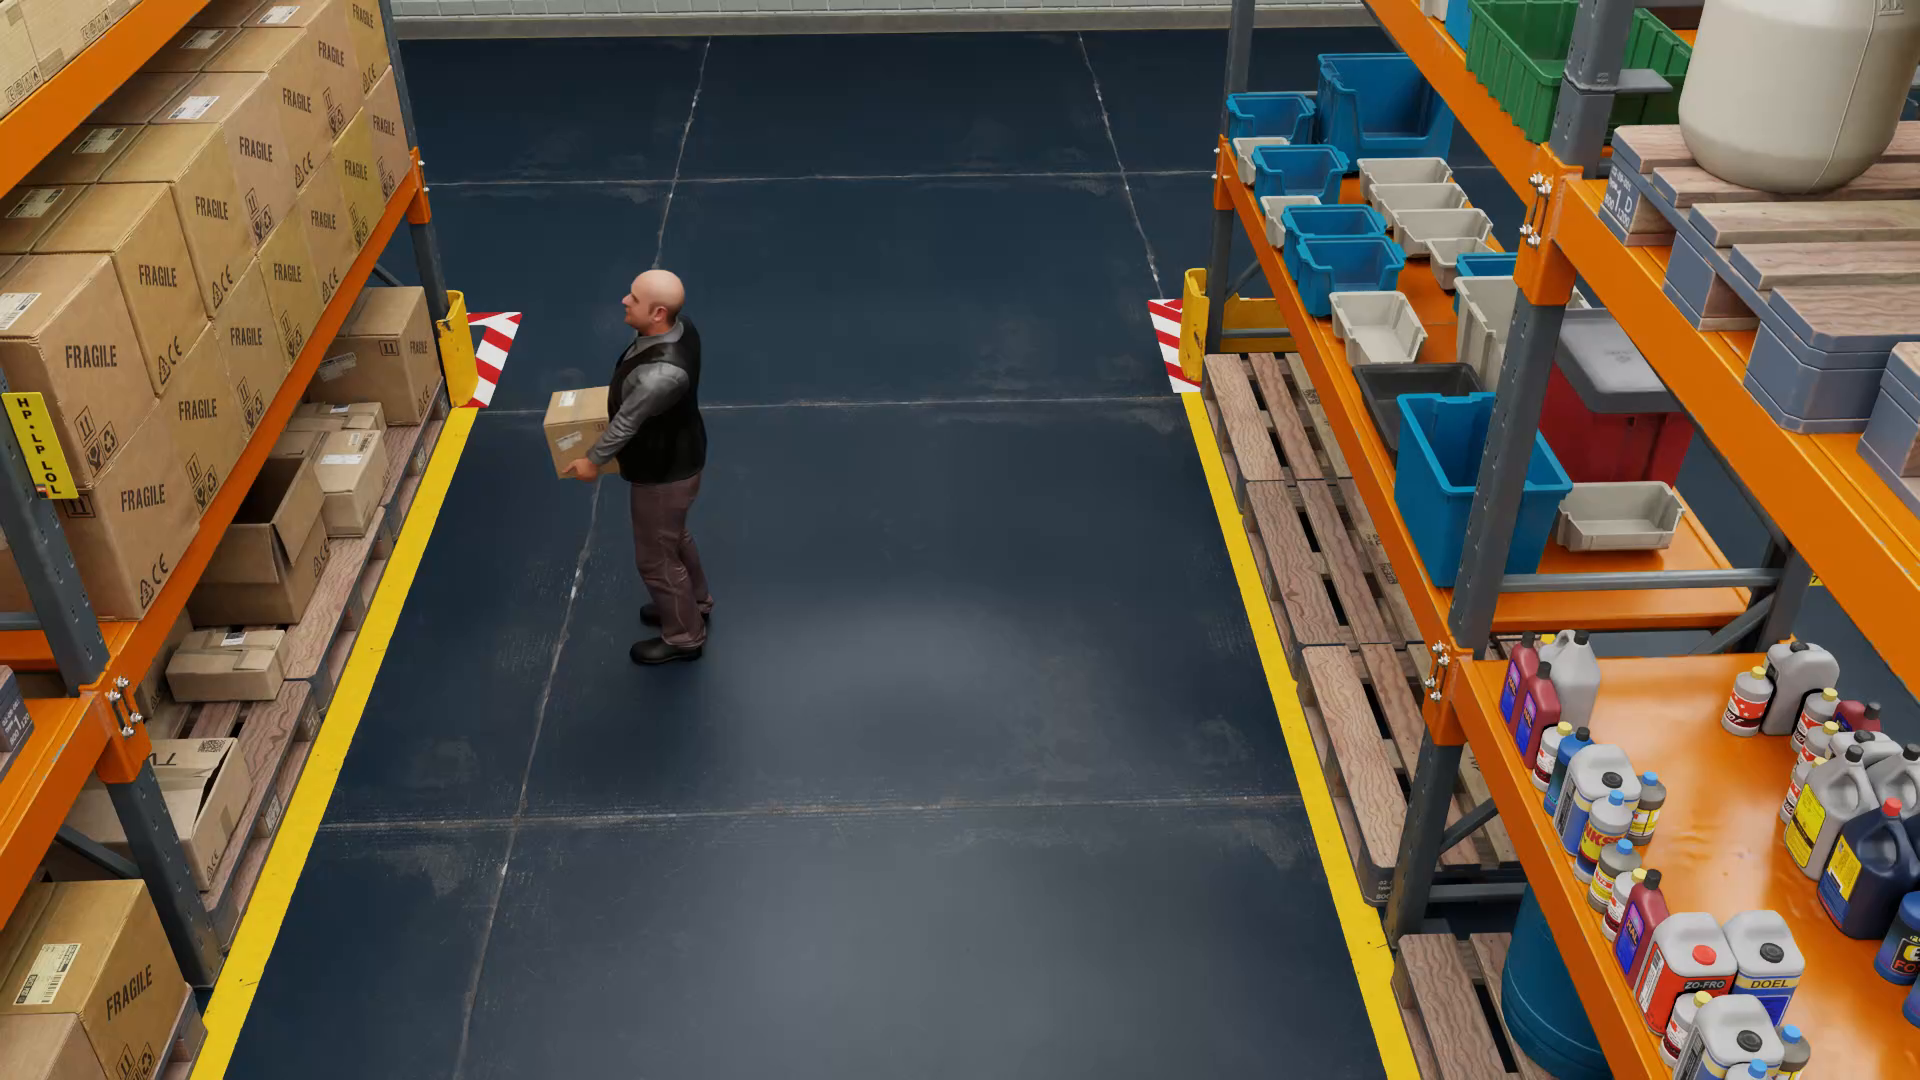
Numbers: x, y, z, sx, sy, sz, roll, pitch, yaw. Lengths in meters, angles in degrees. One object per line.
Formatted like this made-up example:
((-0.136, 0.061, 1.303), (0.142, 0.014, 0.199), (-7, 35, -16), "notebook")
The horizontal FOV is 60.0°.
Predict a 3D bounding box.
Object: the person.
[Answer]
((-1.267, -0.280, 6.575), (0.551, 1.712, 0.494), (-1, 35, -2), "person")
